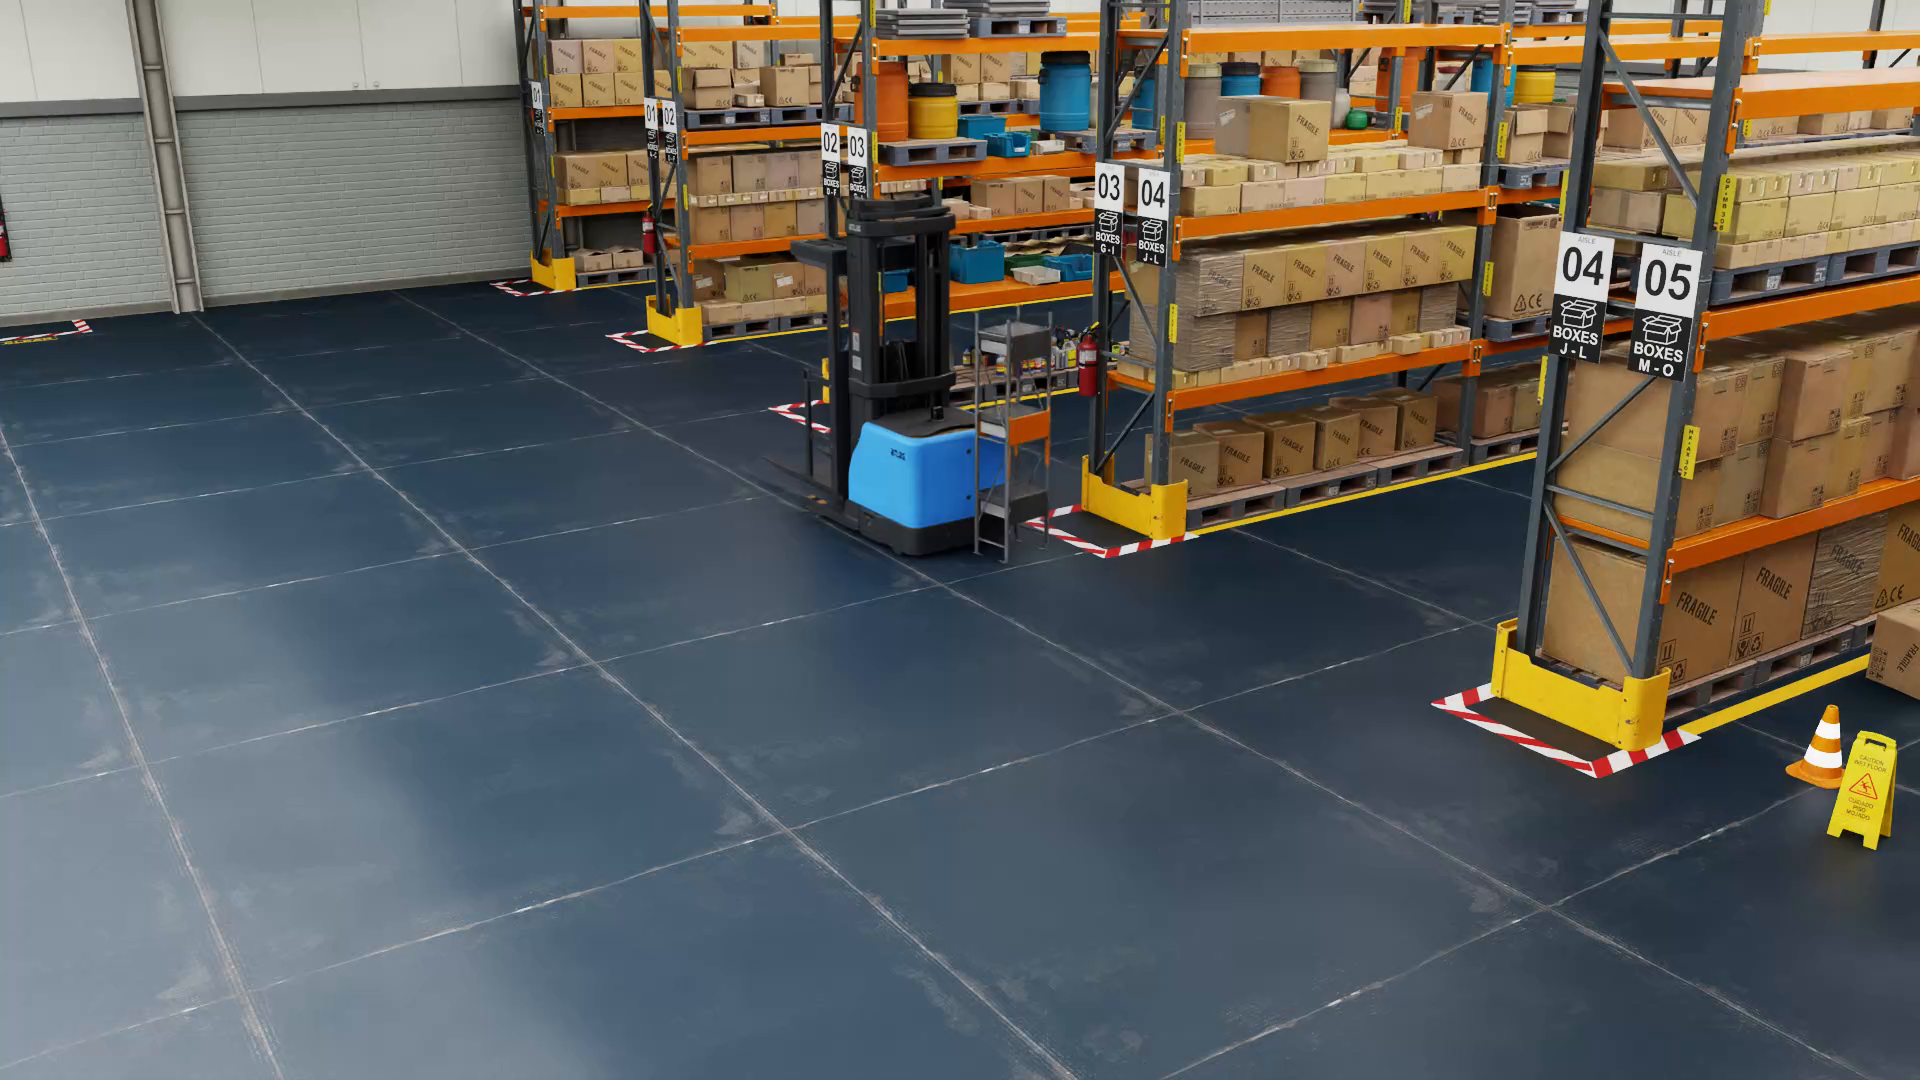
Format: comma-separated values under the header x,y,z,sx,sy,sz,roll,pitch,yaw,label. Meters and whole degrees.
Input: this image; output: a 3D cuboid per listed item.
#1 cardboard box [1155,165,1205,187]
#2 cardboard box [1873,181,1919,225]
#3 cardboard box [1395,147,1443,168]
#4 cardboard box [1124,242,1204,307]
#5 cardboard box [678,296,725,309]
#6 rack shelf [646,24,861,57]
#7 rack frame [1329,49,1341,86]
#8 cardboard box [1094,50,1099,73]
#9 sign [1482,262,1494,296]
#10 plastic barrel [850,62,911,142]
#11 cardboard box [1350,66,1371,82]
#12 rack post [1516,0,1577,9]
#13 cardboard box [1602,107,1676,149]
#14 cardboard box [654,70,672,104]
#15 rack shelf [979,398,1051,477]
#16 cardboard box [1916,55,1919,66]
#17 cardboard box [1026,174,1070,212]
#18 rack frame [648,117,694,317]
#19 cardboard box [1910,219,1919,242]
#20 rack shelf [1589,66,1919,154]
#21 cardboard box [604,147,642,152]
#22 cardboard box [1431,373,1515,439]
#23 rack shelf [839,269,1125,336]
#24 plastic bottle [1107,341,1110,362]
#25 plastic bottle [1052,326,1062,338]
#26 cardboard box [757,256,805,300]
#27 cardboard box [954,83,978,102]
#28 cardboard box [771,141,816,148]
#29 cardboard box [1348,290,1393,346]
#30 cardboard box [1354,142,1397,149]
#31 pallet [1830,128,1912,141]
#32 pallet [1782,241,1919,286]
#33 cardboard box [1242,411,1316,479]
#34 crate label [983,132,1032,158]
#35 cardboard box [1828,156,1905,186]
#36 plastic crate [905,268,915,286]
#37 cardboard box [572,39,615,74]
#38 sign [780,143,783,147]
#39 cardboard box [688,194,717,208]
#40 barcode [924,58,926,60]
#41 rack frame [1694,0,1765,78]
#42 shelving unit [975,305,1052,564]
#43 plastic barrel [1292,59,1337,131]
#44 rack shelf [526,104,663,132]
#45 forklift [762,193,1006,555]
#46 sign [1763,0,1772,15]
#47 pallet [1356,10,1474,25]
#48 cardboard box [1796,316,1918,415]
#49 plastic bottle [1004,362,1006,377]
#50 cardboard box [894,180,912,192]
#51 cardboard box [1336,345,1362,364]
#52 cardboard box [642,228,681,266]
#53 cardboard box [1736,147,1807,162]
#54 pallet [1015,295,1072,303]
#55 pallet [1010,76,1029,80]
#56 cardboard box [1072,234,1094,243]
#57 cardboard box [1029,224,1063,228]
x,y,z,sx,sy,sz,roll,pitch,yaw,label
1.873,-3.109,14.186,0.250,0.149,0.380,-12,22,-32,cardboard box
5.967,-2.260,11.019,0.500,0.250,0.500,-12,22,-32,cardboard box
4.309,-3.603,15.645,0.250,0.149,0.380,-13,23,-34,cardboard box
1.839,-2.409,15.004,0.500,0.500,0.500,-12,22,-31,cardboard box
-3.644,-3.304,23.472,0.500,0.250,0.500,-12,22,-31,cardboard box
-2.259,-6.898,22.846,4.000,0.370,1.077,-12,22,-31,rack shelf
6.093,-9.190,27.877,0.127,3.000,1.000,-12,22,-31,rack frame
2.570,-9.223,31.816,0.500,0.500,0.700,-13,23,-34,cardboard box
5.161,-2.555,16.266,0.005,0.325,0.100,-12,22,-31,sign
-0.872,-4.851,18.402,0.708,0.830,0.600,-12,22,-31,plastic barrel
6.636,-7.954,28.358,0.500,0.250,0.500,-12,22,-31,cardboard box
8.093,-7.688,23.554,0.954,0.300,0.937,-12,22,-32,rack post
7.092,-4.371,17.369,0.500,0.500,0.500,-11,22,-30,cardboard box
-4.905,-7.306,26.801,0.500,0.500,0.500,-10,21,-28,cardboard box
0.447,-0.875,14.097,0.480,0.518,0.431,-17,25,-41,rack shelf
12.327,-5.931,20.783,0.500,0.250,0.500,-14,23,-35,cardboard box
1.360,-5.391,25.850,0.500,0.500,0.500,-13,23,-34,cardboard box
-3.929,-4.234,22.585,0.127,3.000,1.000,-12,22,-31,rack frame
6.309,-2.118,11.222,0.250,0.149,0.380,-12,22,-32,cardboard box
5.830,-2.903,11.029,4.000,0.370,1.077,-12,22,-31,rack shelf
-5.525,-6.170,27.344,0.500,0.500,0.500,-13,22,-33,cardboard box
5.381,-1.415,17.462,0.500,0.500,0.700,-14,23,-36,cardboard box
0.462,-2.920,19.822,4.000,0.370,1.077,-12,22,-31,rack shelf
1.753,-2.376,20.539,0.185,0.351,0.144,-13,22,-33,plastic bottle
1.230,-2.535,21.010,0.185,0.351,0.144,-11,22,-30,plastic bottle
-2.532,-3.701,23.474,0.500,0.500,0.500,-12,22,-31,cardboard box
-0.069,-6.593,24.459,0.500,0.250,0.500,-9,21,-26,cardboard box
-2.872,-6.599,28.738,0.500,0.500,0.700,-12,22,-31,cardboard box
3.648,-2.220,16.008,0.500,0.500,0.875,-12,22,-31,cardboard box
3.992,-3.745,16.066,0.250,0.149,0.380,-12,22,-31,cardboard box
10.799,-4.853,20.031,1.217,0.209,0.805,-13,23,-34,pallet
5.793,-1.968,11.337,1.213,0.211,1.003,-12,22,-31,pallet
3.060,-0.924,16.041,0.500,0.500,0.500,-10,21,-26,cardboard box
0.537,-4.500,18.922,0.408,0.251,0.502,-12,22,-31,crate label
5.889,-2.408,10.835,0.250,0.149,0.380,-12,22,-31,cardboard box
-0.409,-3.119,19.520,0.408,0.251,0.499,-12,22,-31,plastic crate
-5.755,-7.588,26.073,0.500,0.500,0.500,-12,22,-32,cardboard box
-3.011,-6.529,28.023,0.005,0.325,0.100,-12,22,-31,sign
-3.483,-4.600,22.500,0.250,0.149,0.380,-12,22,-32,cardboard box
-0.626,-8.760,30.352,0.075,0.075,0.001,-12,22,-31,barcode
12.155,-8.569,26.040,0.127,3.000,1.000,-12,22,-31,rack frame
0.447,-0.888,14.092,0.503,2.100,0.431,-17,25,-41,shelving unit
4.668,-5.889,22.016,0.600,0.901,0.600,0,19,0,plastic barrel
-4.987,-6.991,27.180,4.000,0.370,1.077,-12,22,-31,rack shelf
-0.829,-1.670,15.107,1.130,2.935,3.031,-12,22,-33,forklift
12.471,-8.272,25.665,0.005,0.325,0.100,-12,22,-31,sign
6.093,-7.000,22.317,1.003,0.211,1.213,-12,22,-31,pallet
6.251,-1.284,11.940,0.550,0.550,0.875,-12,22,-31,cardboard box
0.564,-2.046,19.794,0.097,0.201,0.097,0,19,0,plastic bottle
-0.905,-5.145,24.111,0.250,0.149,0.380,-12,22,-33,cardboard box
3.578,-1.792,15.755,0.250,0.149,0.380,-12,22,-31,cardboard box
-4.913,-4.897,27.762,0.500,0.500,0.700,-14,23,-35,cardboard box
5.528,-2.584,11.356,0.250,0.149,0.380,-12,22,-31,cardboard box
1.025,-3.974,26.170,1.213,0.211,1.003,-12,22,-31,pallet
0.533,-8.427,30.598,1.003,0.211,1.213,-11,21,-29,pallet
2.153,-4.792,26.996,0.500,0.311,0.500,-11,22,-30,cardboard box
1.446,-6.395,31.679,0.750,0.750,0.750,-12,22,-32,cardboard box
